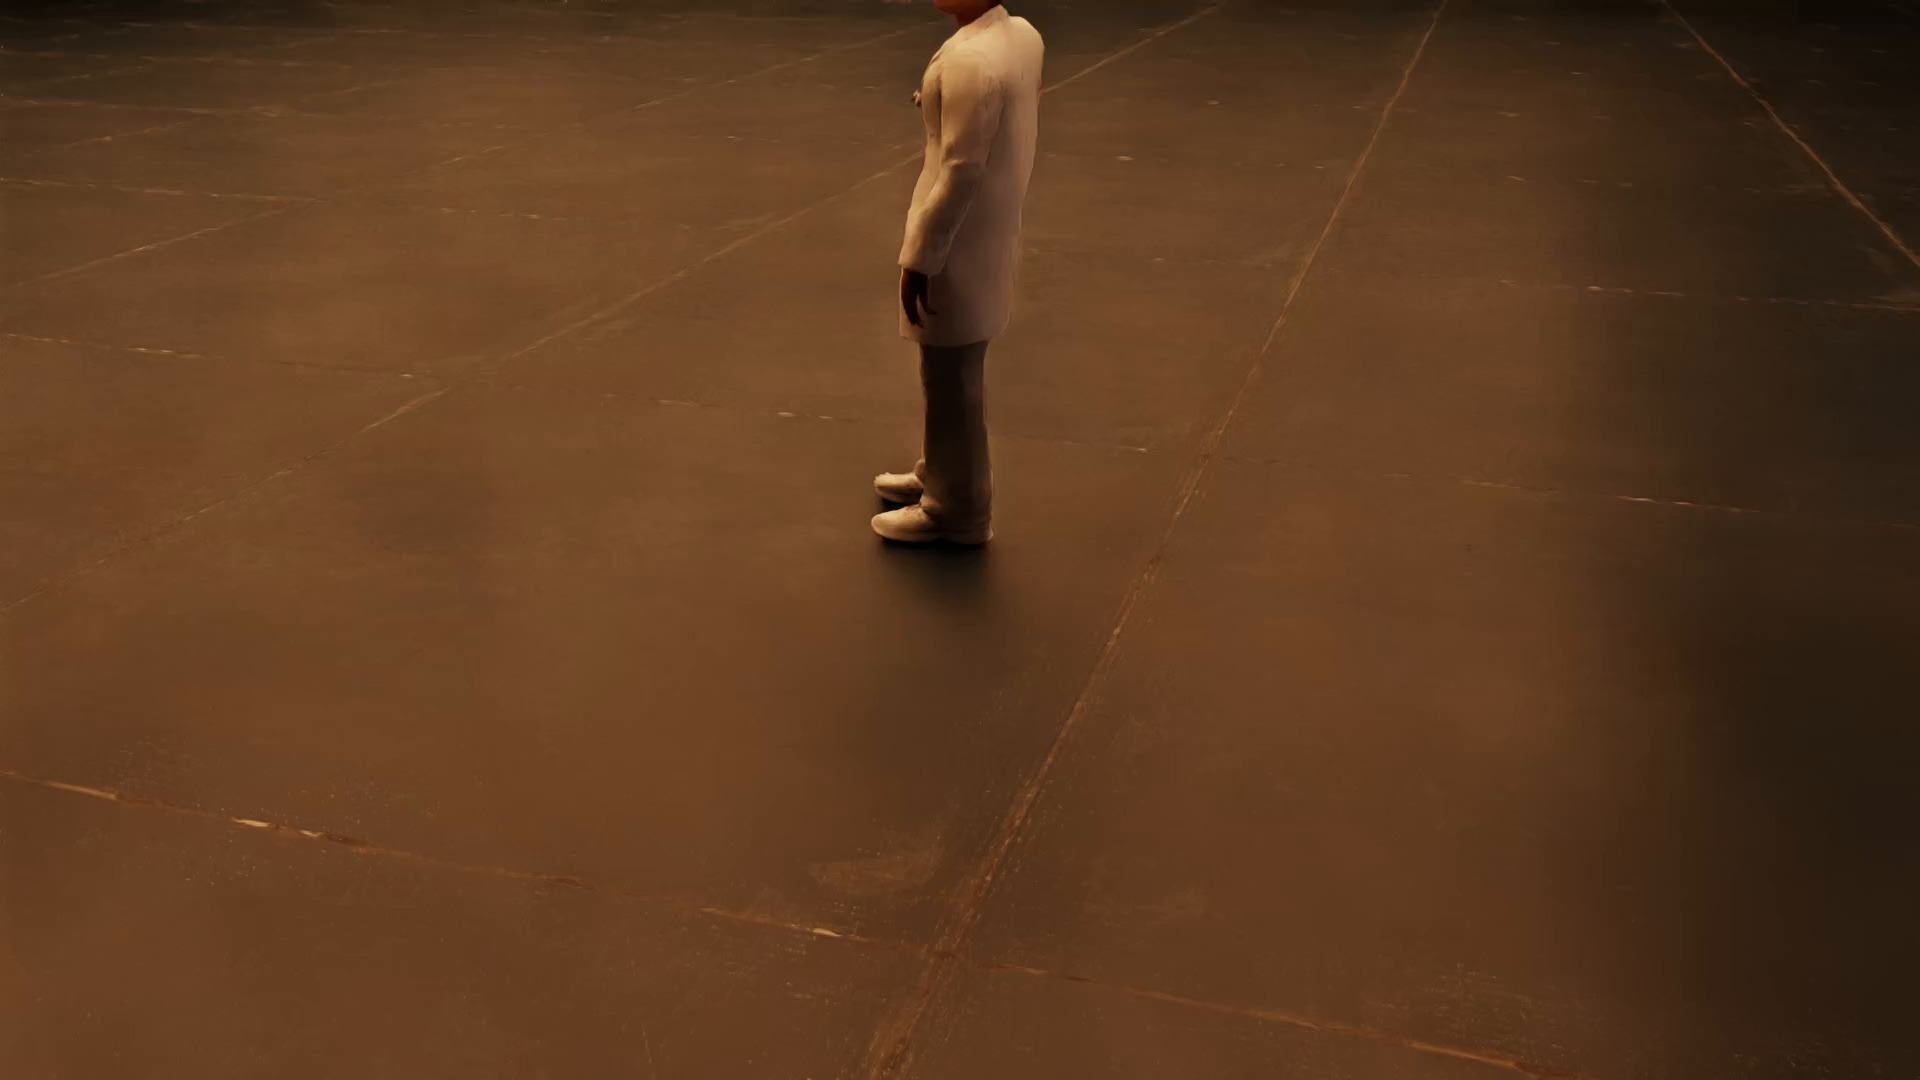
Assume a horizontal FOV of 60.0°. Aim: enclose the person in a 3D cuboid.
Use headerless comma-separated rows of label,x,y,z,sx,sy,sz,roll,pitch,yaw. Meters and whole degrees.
person,-0.085,-0.841,4.808,0.579,1.776,0.694,7,23,16
